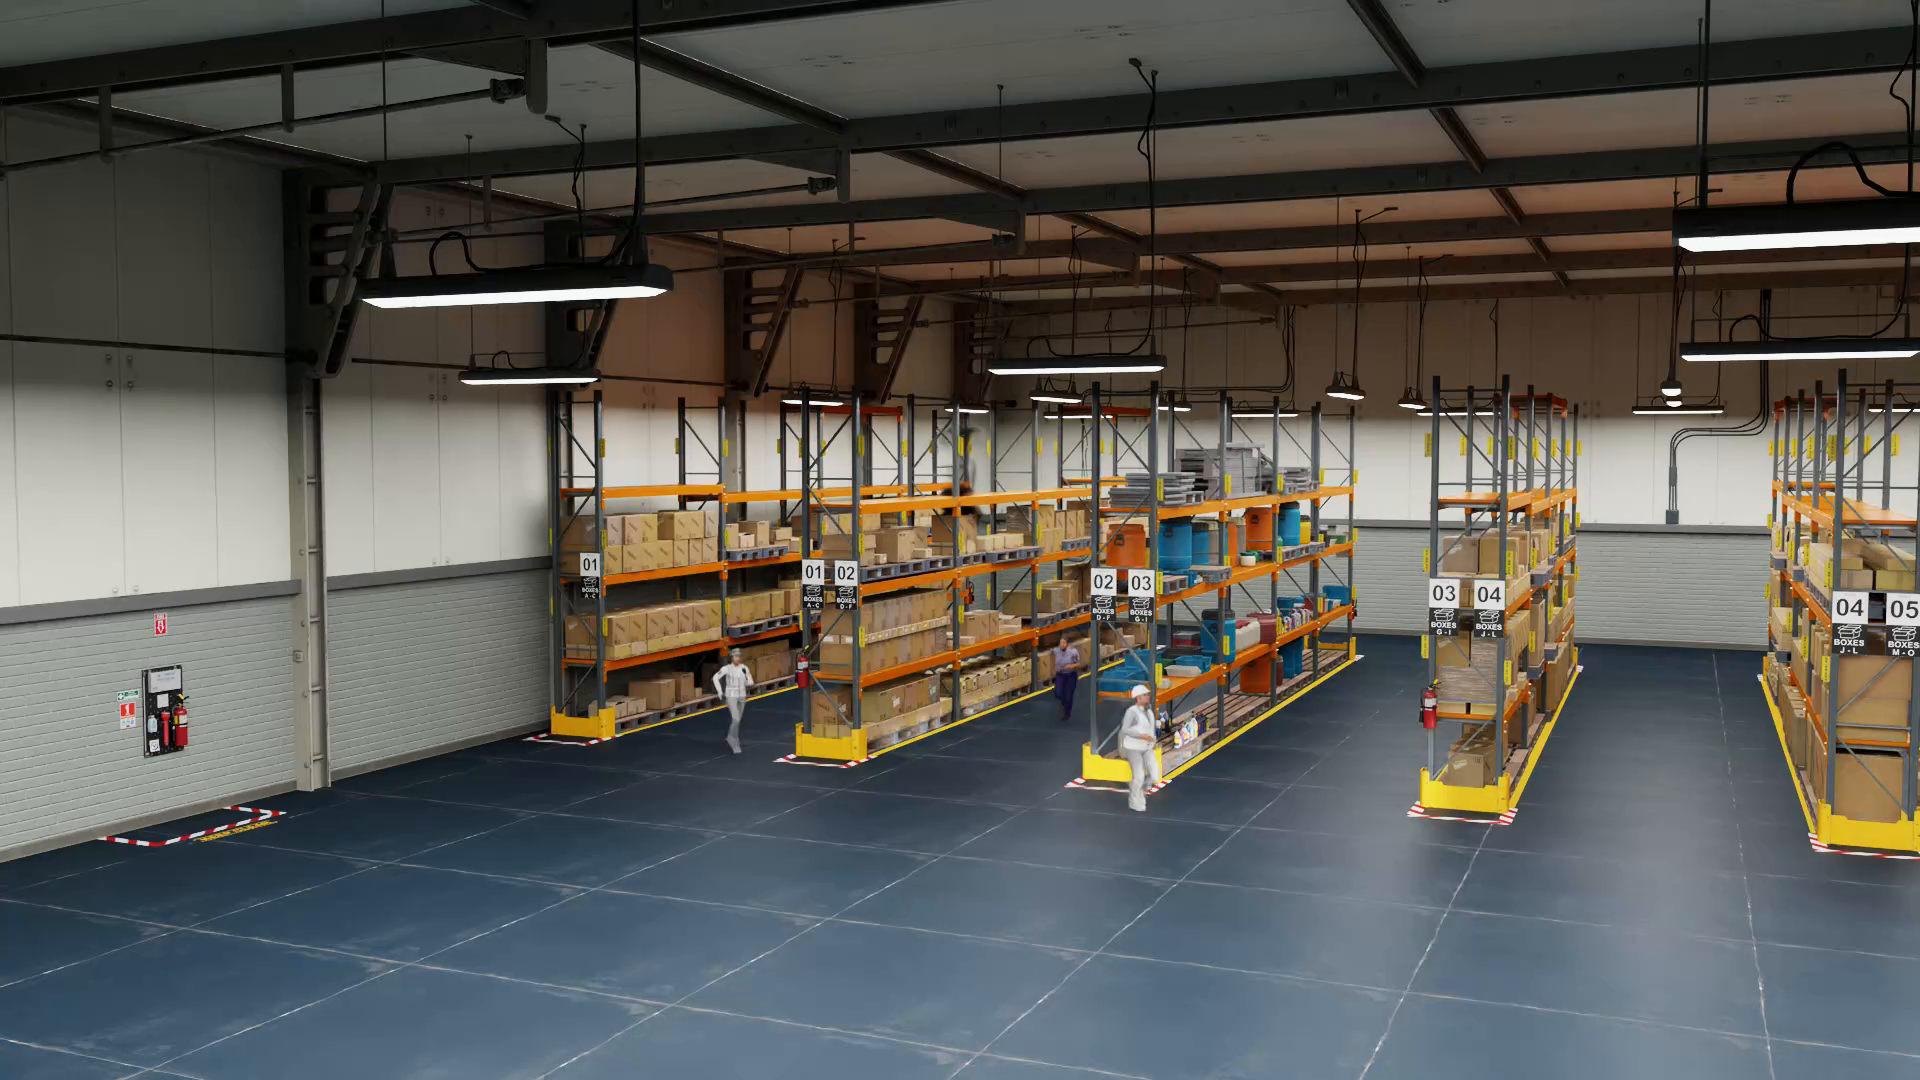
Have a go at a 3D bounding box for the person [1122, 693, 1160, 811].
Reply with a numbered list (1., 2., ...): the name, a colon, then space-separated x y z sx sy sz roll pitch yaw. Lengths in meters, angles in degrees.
1. person: 2.518 2.890 22.872 0.645 1.689 0.584 -3 4 -42

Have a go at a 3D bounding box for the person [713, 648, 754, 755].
1. person: -3.703 2.644 27.427 0.583 1.754 0.743 -2 4 -37

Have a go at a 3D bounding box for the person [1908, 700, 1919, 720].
1. person: 17.607 2.478 30.686 0.551 1.648 0.664 1 3 21

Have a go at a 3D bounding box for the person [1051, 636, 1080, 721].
1. person: 1.919 2.543 30.523 0.592 1.577 0.667 1 3 15
